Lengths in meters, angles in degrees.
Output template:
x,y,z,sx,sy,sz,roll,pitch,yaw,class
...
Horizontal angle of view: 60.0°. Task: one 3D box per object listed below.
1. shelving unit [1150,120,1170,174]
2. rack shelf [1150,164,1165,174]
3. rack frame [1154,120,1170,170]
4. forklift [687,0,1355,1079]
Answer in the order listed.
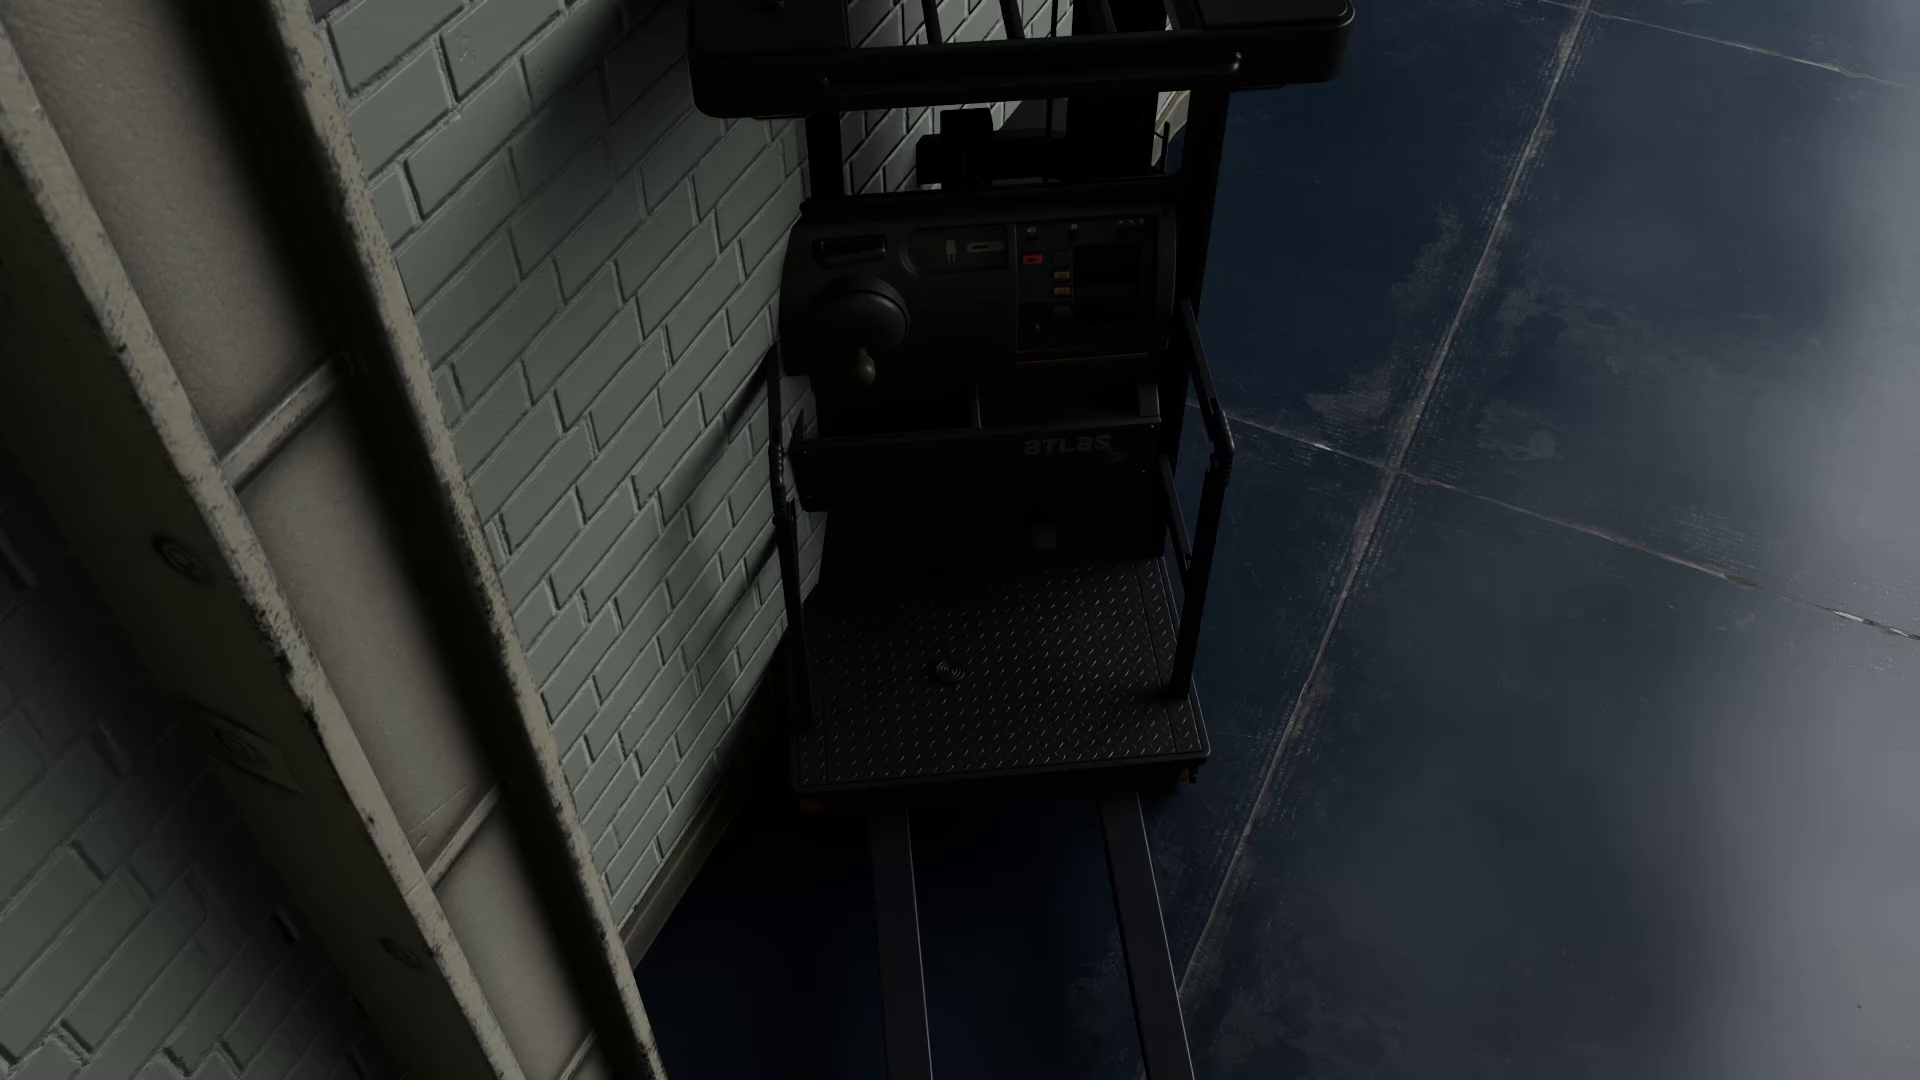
x,y,z,sx,sy,sz,roll,pitch,yaw,class
0.496,-1.019,5.527,0.210,0.900,0.258,-35,58,-26,shelving unit
0.496,-1.173,5.346,0.200,0.077,0.258,-35,58,-26,rack shelf
0.571,-1.072,5.571,0.006,0.900,0.240,-35,58,-26,rack frame
0.064,-0.476,3.730,1.130,2.935,3.031,-4,50,-4,forklift
